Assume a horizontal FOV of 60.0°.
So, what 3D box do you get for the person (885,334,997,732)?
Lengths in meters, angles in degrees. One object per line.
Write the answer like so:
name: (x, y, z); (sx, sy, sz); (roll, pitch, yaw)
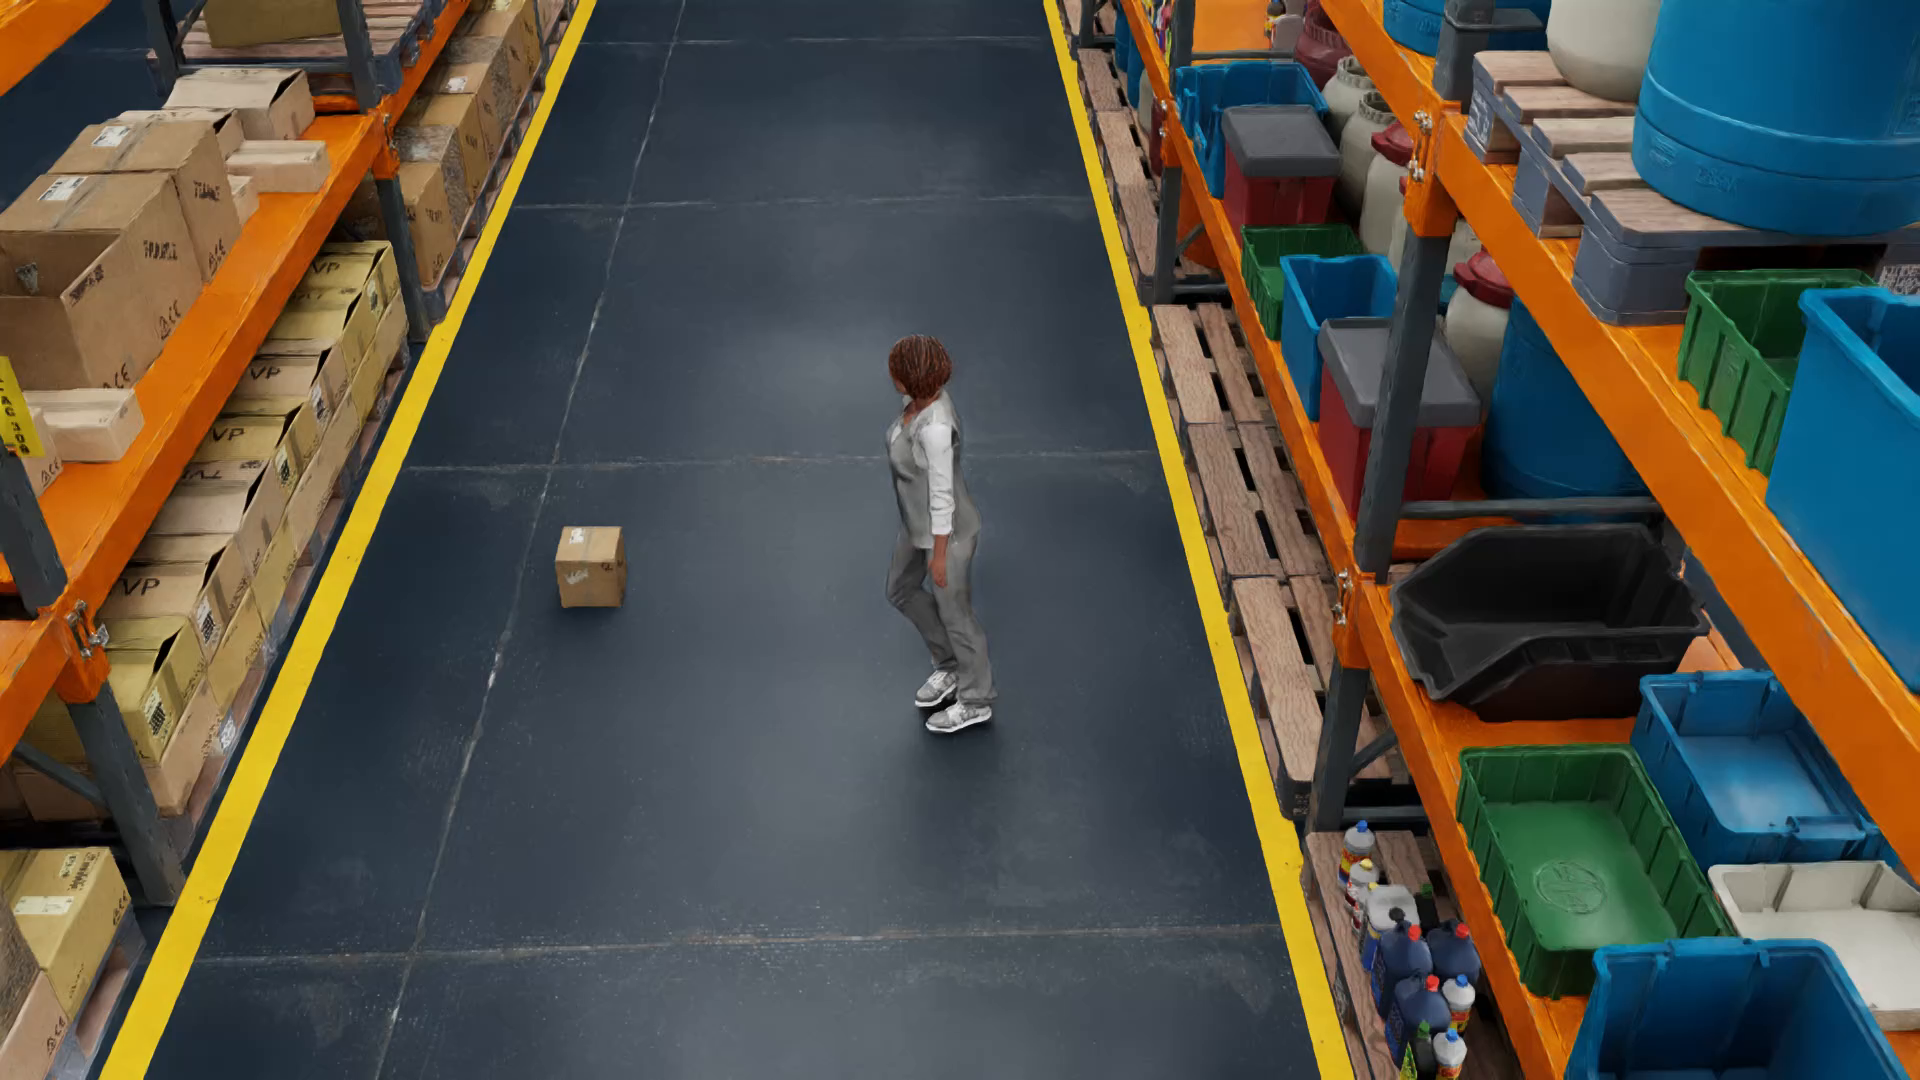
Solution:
person: (-0.079, -0.027, 6.182); (0.386, 1.574, 0.502); (-7, 36, -10)
